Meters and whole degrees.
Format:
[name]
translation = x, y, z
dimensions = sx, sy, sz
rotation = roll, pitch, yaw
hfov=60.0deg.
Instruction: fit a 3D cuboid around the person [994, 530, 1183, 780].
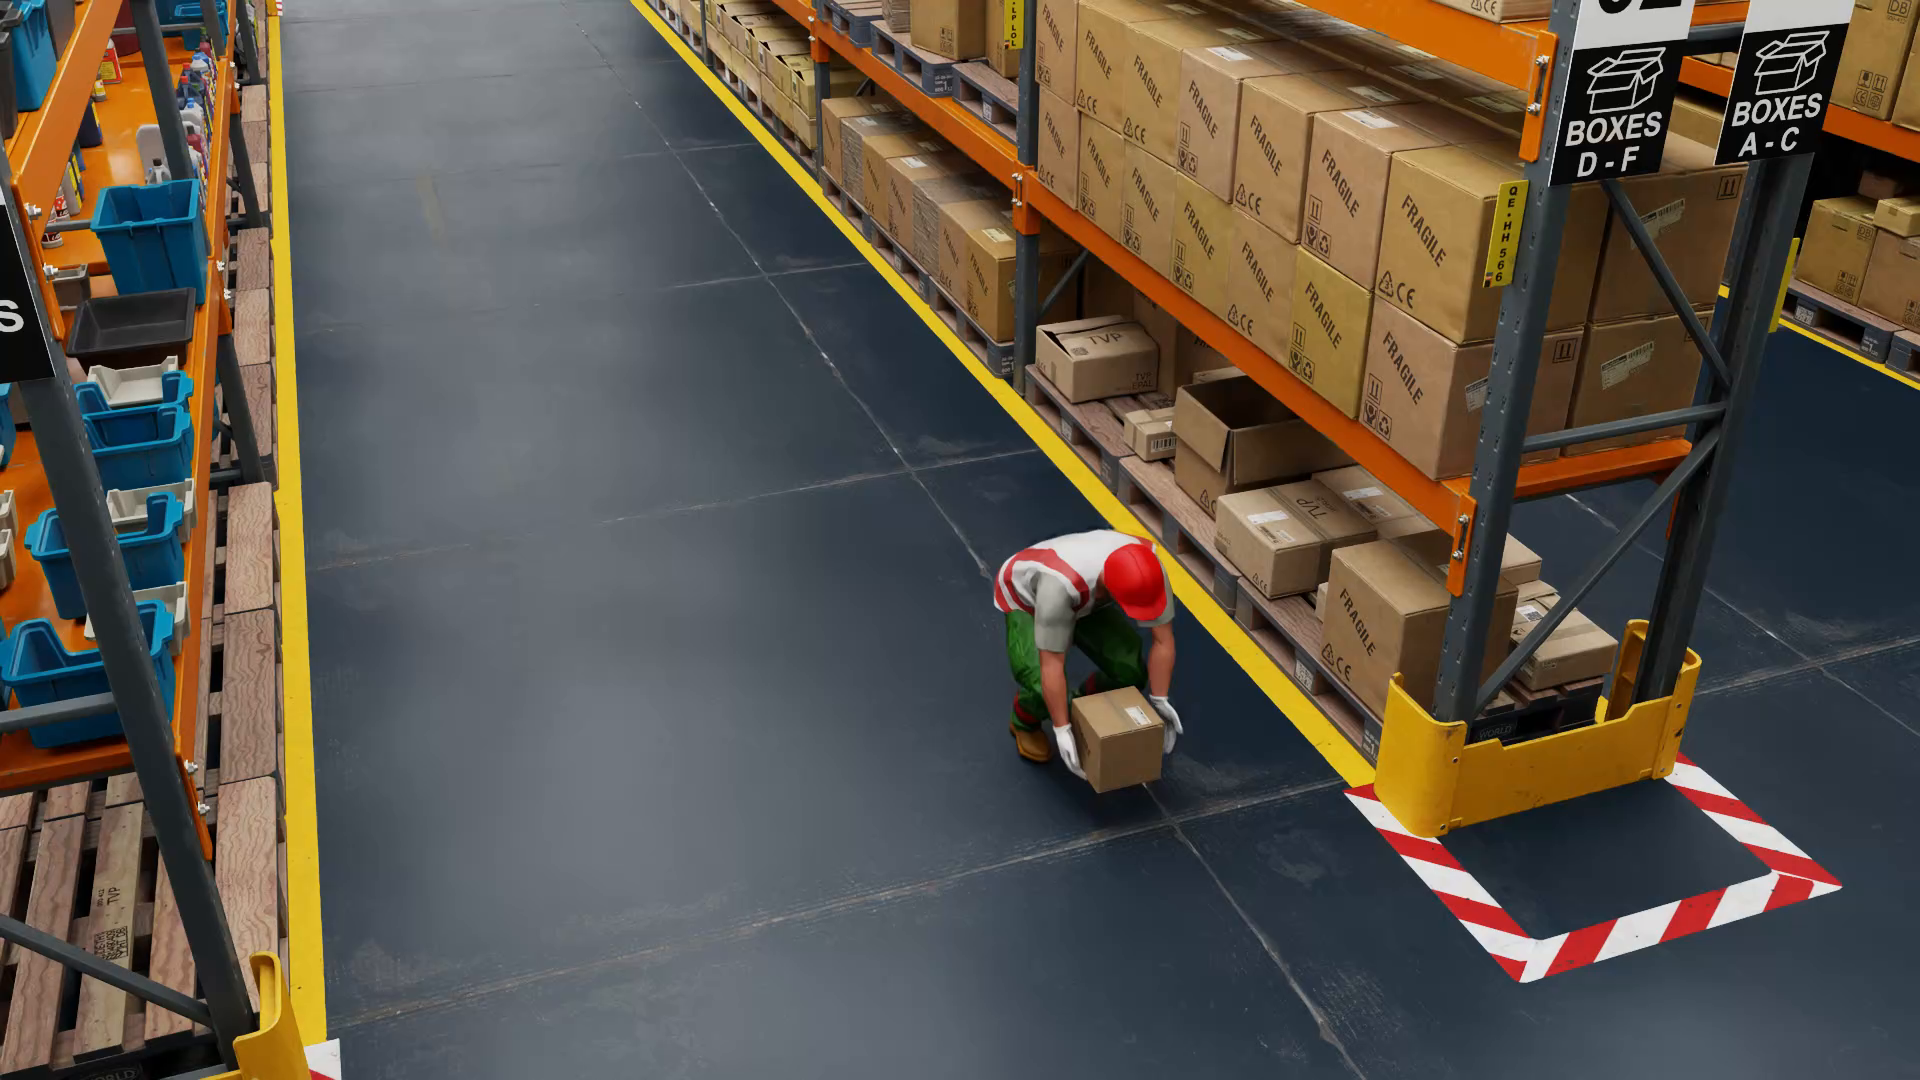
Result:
[person]
translation = 0.468, 0.353, 6.211
dimensions = 0.578, 1.073, 0.863
rotation = -10, 31, -18
